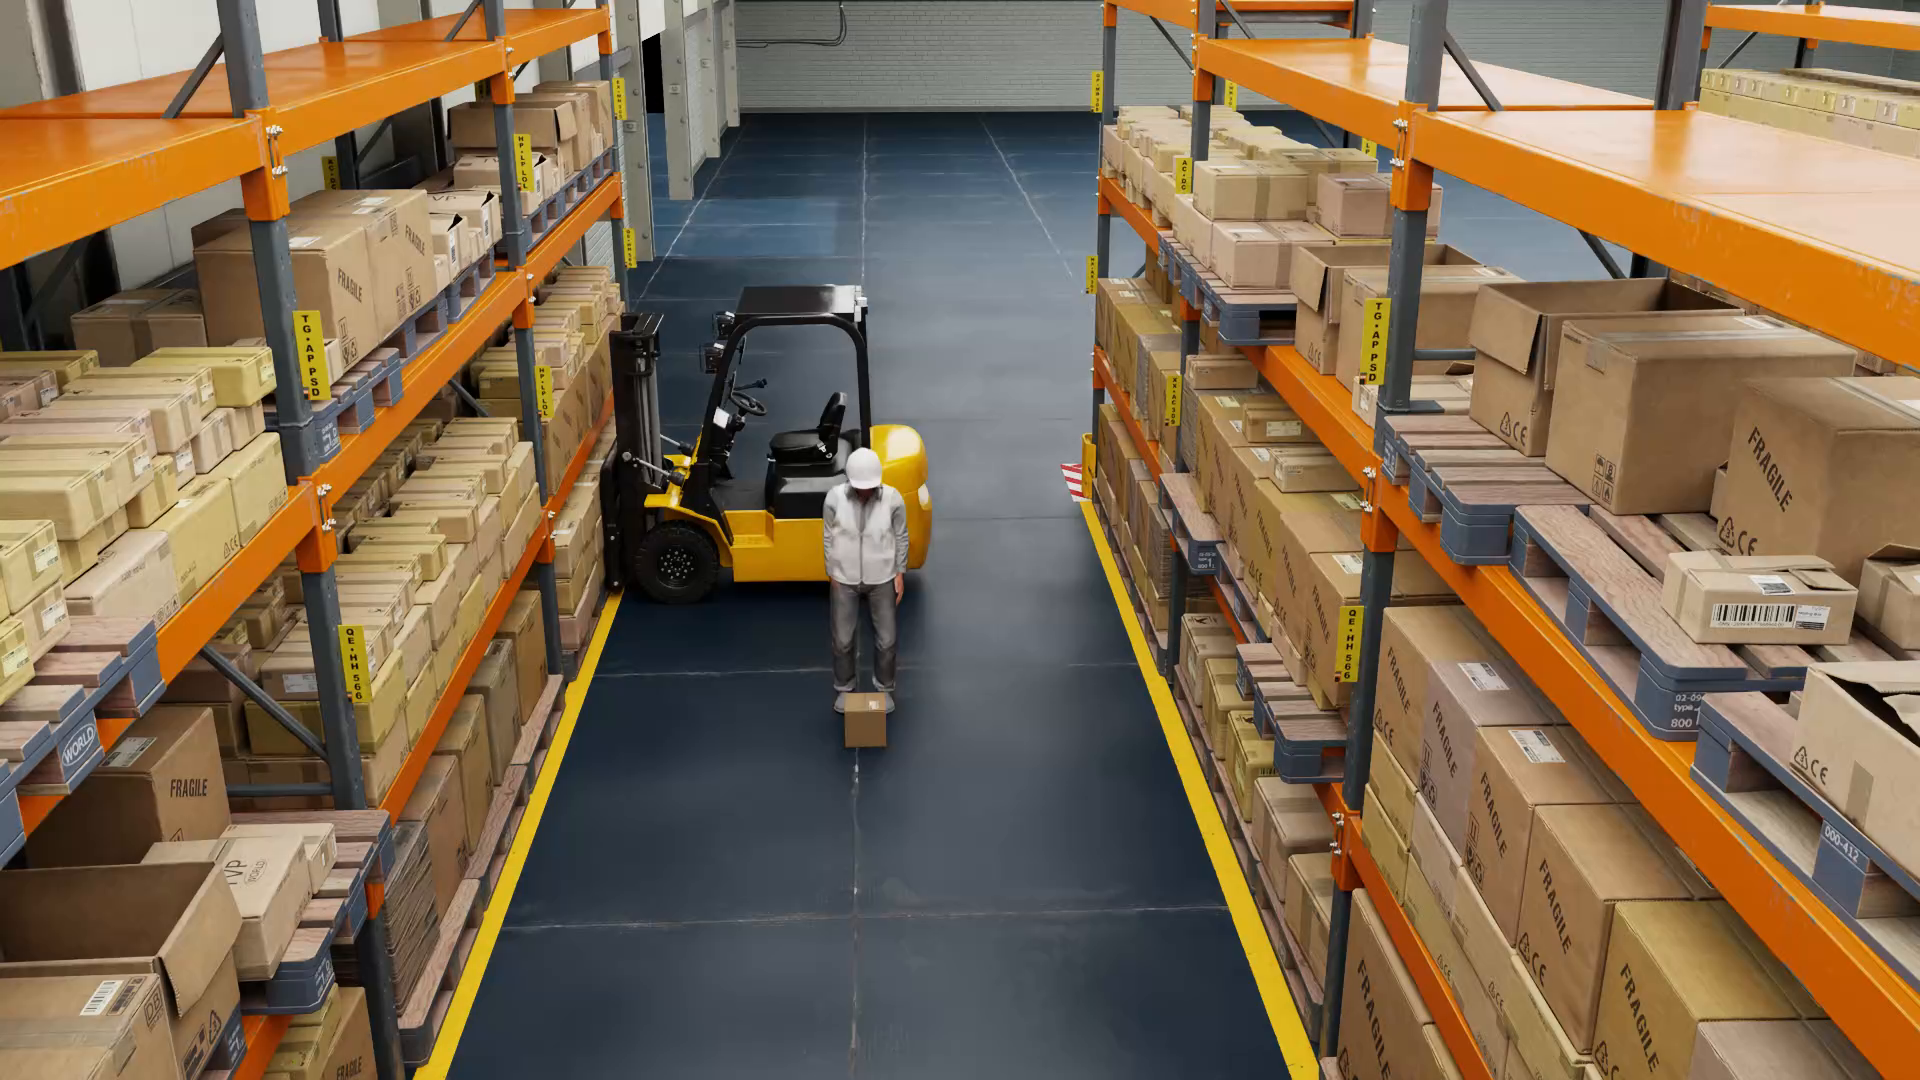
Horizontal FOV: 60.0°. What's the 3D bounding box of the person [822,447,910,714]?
[{"bbox_3d":[-0.585,0.243,10.431,0.546,1.751,0.413,-1,20,-2],"label":"person"}]
